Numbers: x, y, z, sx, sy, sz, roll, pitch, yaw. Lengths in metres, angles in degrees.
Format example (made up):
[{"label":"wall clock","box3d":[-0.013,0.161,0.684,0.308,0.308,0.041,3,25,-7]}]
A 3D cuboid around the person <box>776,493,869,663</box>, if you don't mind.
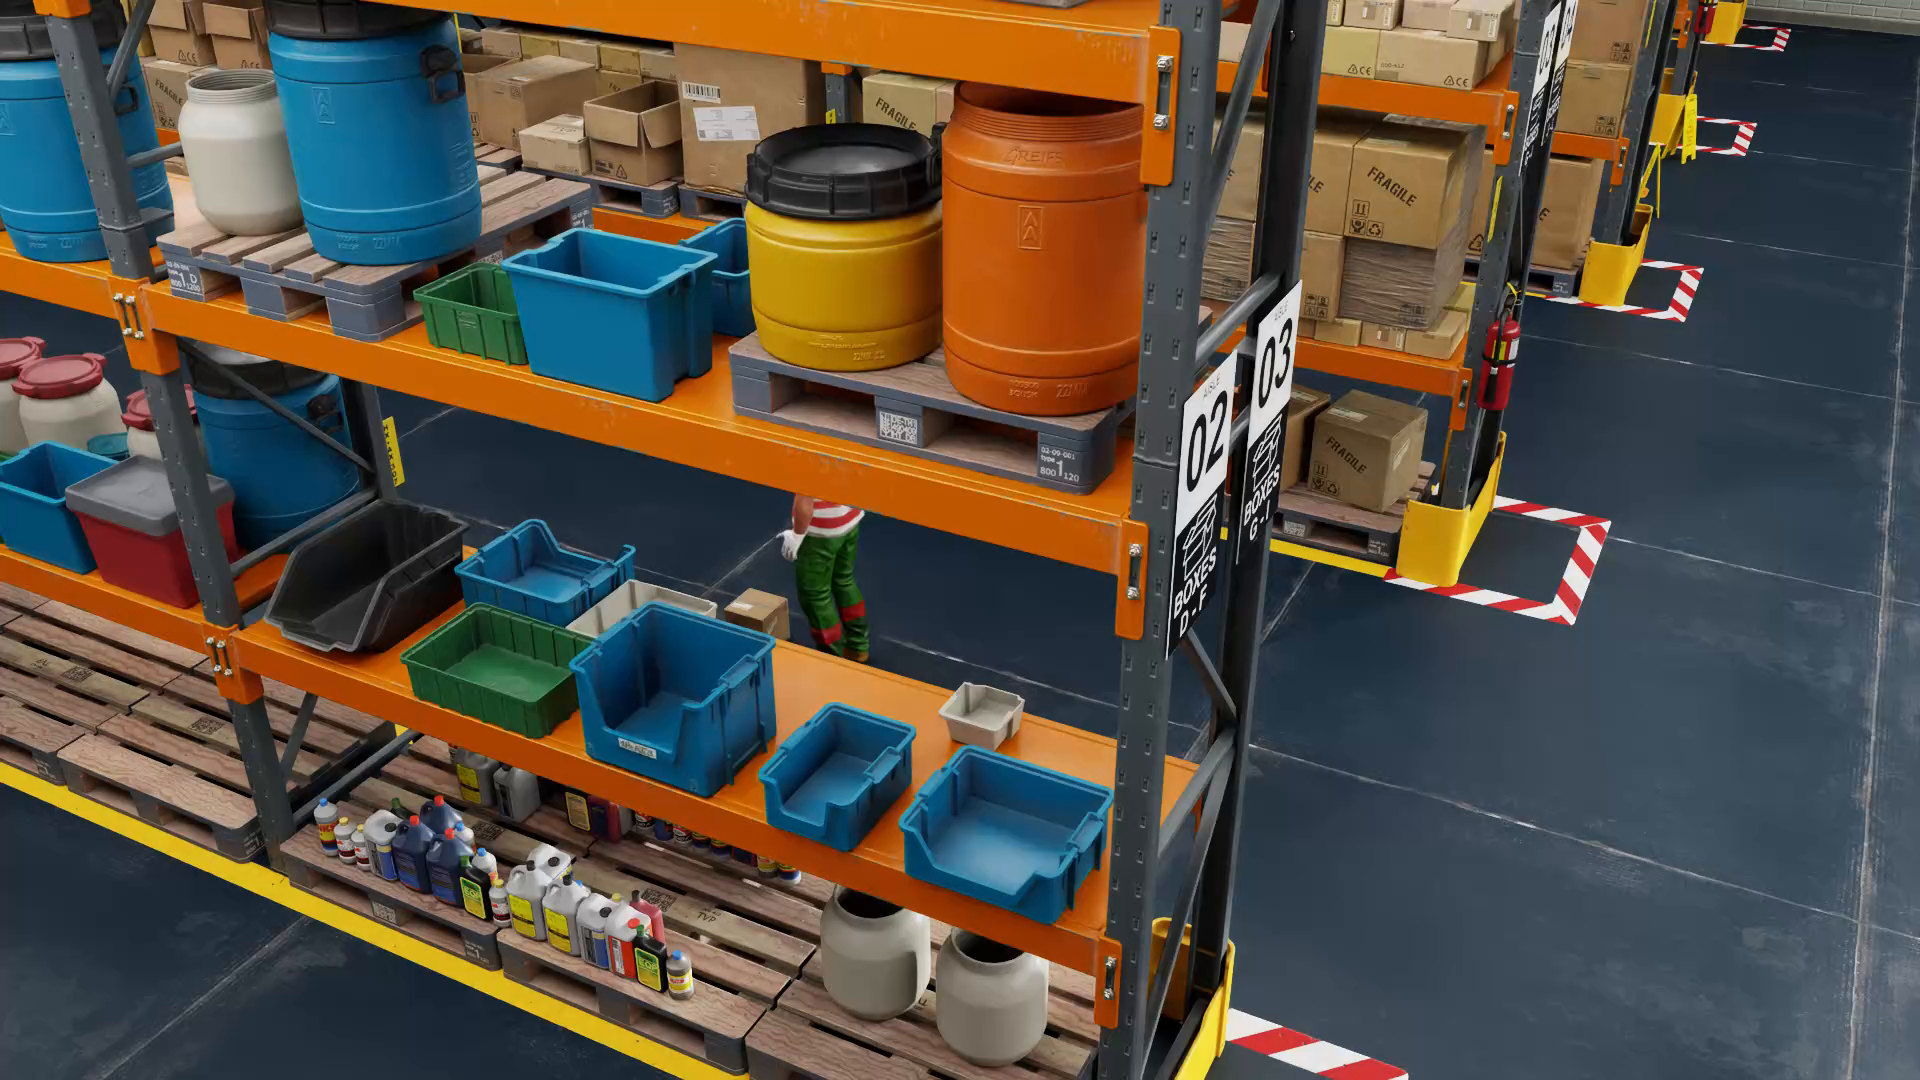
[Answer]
[{"label":"person","box3d":[-0.684,-0.088,8.436,0.364,1.775,0.529,15,33,24]}]
